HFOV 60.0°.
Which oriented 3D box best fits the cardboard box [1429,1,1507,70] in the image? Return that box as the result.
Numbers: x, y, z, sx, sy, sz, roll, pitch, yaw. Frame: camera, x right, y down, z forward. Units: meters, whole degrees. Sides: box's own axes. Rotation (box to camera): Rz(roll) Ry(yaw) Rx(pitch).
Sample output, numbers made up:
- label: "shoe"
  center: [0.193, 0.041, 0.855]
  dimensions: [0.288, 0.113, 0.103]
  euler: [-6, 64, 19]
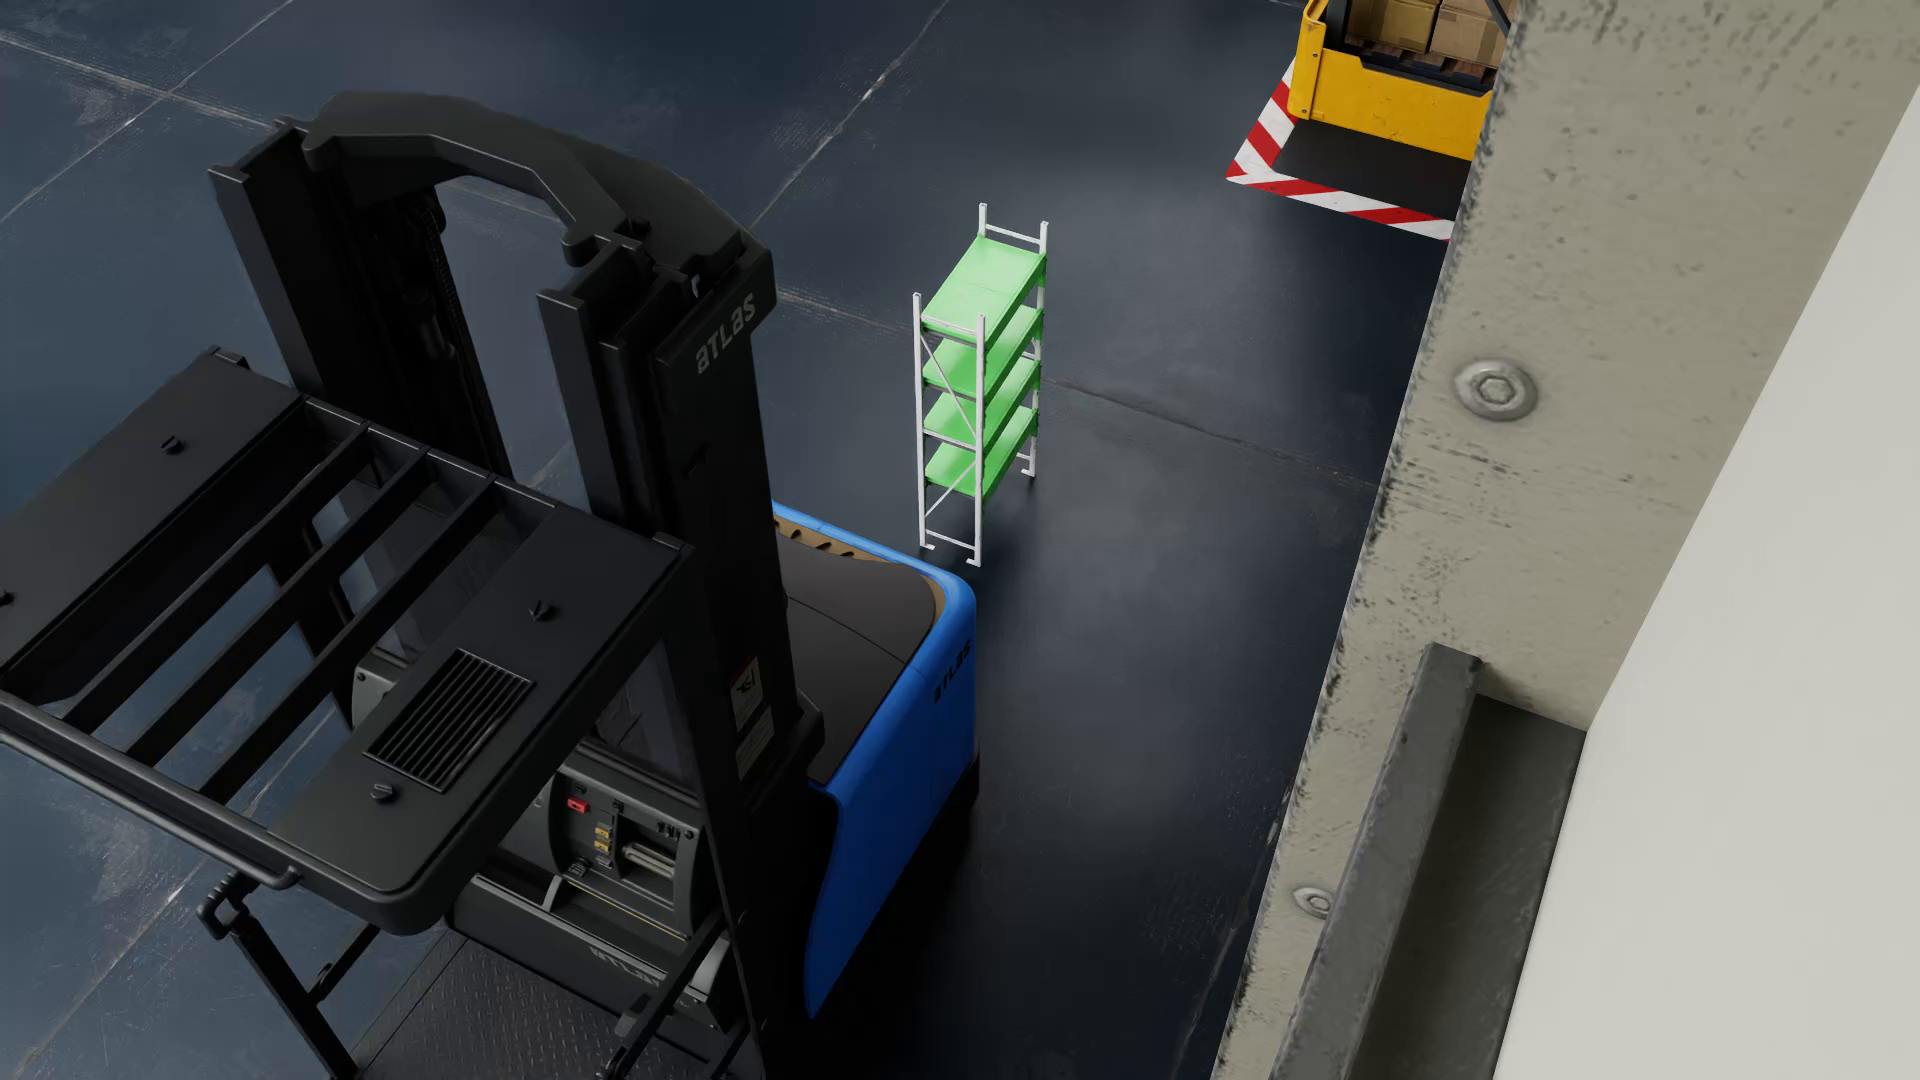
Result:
- label: "cardboard box"
  center: [2.510, -2.434, 7.710]
  dimensions: [0.500, 0.250, 0.500]
  euler: [20, 52, 16]

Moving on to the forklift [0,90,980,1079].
- label: "forklift"
  center: [-1.066, 0.693, 3.565]
  dimensions: [1.130, 2.935, 3.031]
  euler: [22, 53, 17]

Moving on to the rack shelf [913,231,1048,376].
- label: "rack shelf"
  center: [0.071, -0.772, 5.402]
  dimensions: [0.258, 0.148, 0.480]
  euler: [20, 52, 16]

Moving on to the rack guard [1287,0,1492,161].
- label: "rack guard"
  center: [2.113, -2.087, 7.527]
  dimensions: [1.175, 0.500, 0.348]
  euler: [20, 52, 16]

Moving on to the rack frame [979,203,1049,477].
- label: "rack frame"
  center: [0.175, -0.671, 5.862]
  dimensions: [0.240, 1.200, 0.015]
  euler: [20, 52, 16]

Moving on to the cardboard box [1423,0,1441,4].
- label: "cardboard box"
  center: [2.049, -2.758, 7.658]
  dimensions: [0.500, 0.250, 0.500]
  euler: [19, 52, 16]

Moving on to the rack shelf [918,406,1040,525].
- label: "rack shelf"
  center: [0.071, -0.306, 5.951]
  dimensions: [0.258, 0.148, 0.480]
  euler: [20, 52, 16]

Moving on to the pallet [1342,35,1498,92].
- label: "pallet"
  center: [2.412, -2.551, 8.111]
  dimensions: [1.003, 0.211, 1.213]
  euler: [20, 52, 16]

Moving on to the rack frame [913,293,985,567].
- label: "rack frame"
  center: [-0.034, -0.335, 5.576]
  dimensions: [0.240, 1.200, 0.015]
  euler: [20, 52, 16]

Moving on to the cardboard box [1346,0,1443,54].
- label: "cardboard box"
  center: [2.039, -2.585, 7.839]
  dimensions: [0.500, 0.250, 0.500]
  euler: [20, 53, 16]

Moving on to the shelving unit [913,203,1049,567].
- label: "shelving unit"
  center: [0.071, -0.503, 5.719]
  dimensions: [0.258, 1.200, 0.503]
  euler: [20, 52, 16]

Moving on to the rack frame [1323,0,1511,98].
- label: "rack frame"
  center: [2.123, -2.914, 6.589]
  dimensions: [1.000, 3.000, 0.127]
  euler: [20, 52, 16]

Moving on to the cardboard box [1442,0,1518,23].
- label: "cardboard box"
  center: [2.512, -2.577, 7.504]
  dimensions: [0.500, 0.250, 0.500]
  euler: [21, 53, 17]

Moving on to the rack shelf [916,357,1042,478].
- label: "rack shelf"
  center: [0.071, -0.461, 5.768]
  dimensions: [0.258, 0.148, 0.480]
  euler: [20, 52, 16]

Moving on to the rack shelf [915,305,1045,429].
- label: "rack shelf"
  center: [0.071, -0.617, 5.585]
  dimensions: [0.258, 0.148, 0.480]
  euler: [20, 52, 16]
